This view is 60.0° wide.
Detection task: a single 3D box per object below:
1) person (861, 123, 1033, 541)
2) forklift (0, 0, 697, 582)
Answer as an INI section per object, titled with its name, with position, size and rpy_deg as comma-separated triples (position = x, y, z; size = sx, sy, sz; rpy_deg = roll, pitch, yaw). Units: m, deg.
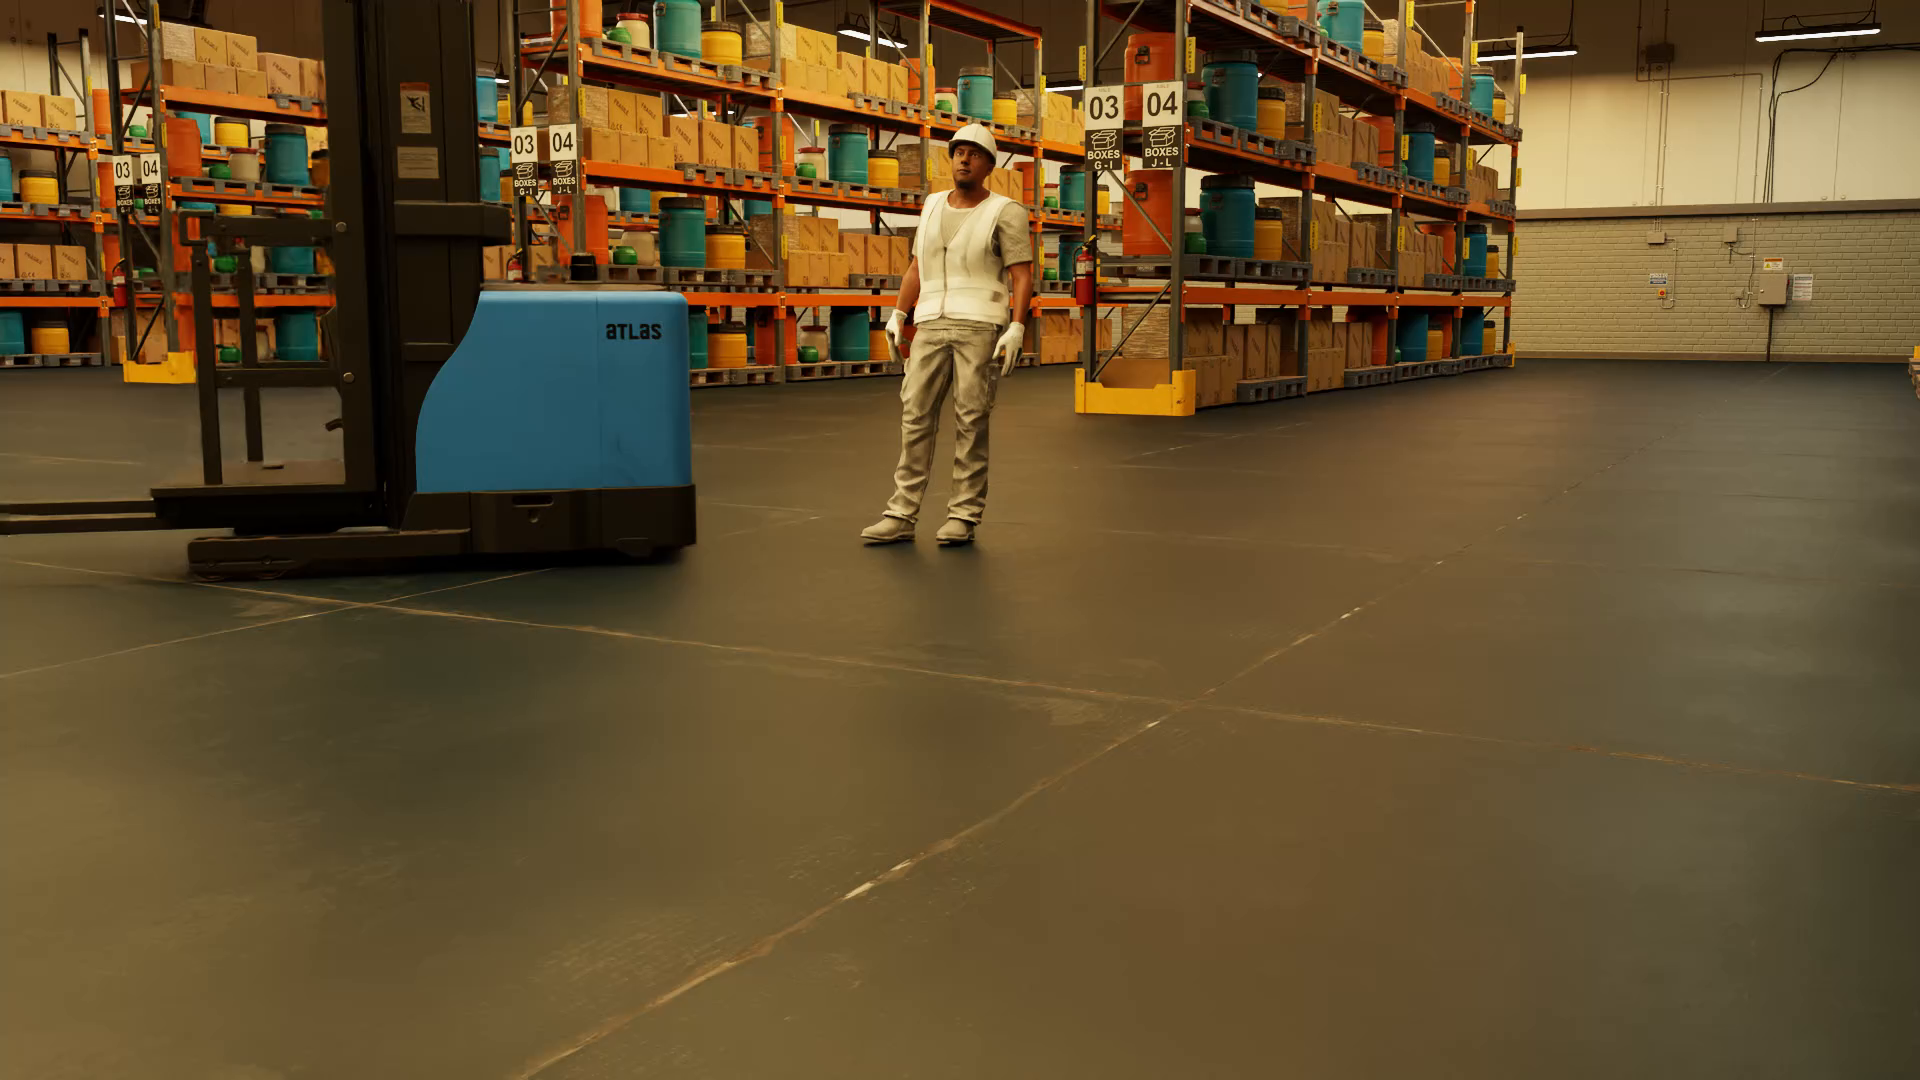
[person]
position = -0.043, -0.883, 7.133
size = 0.657, 1.783, 0.576
rpy_deg = 4, 9, 29
[forklift]
position = -2.637, -1.376, 6.562
size = 3.031, 2.935, 1.130
rpy_deg = -2, 8, -14
